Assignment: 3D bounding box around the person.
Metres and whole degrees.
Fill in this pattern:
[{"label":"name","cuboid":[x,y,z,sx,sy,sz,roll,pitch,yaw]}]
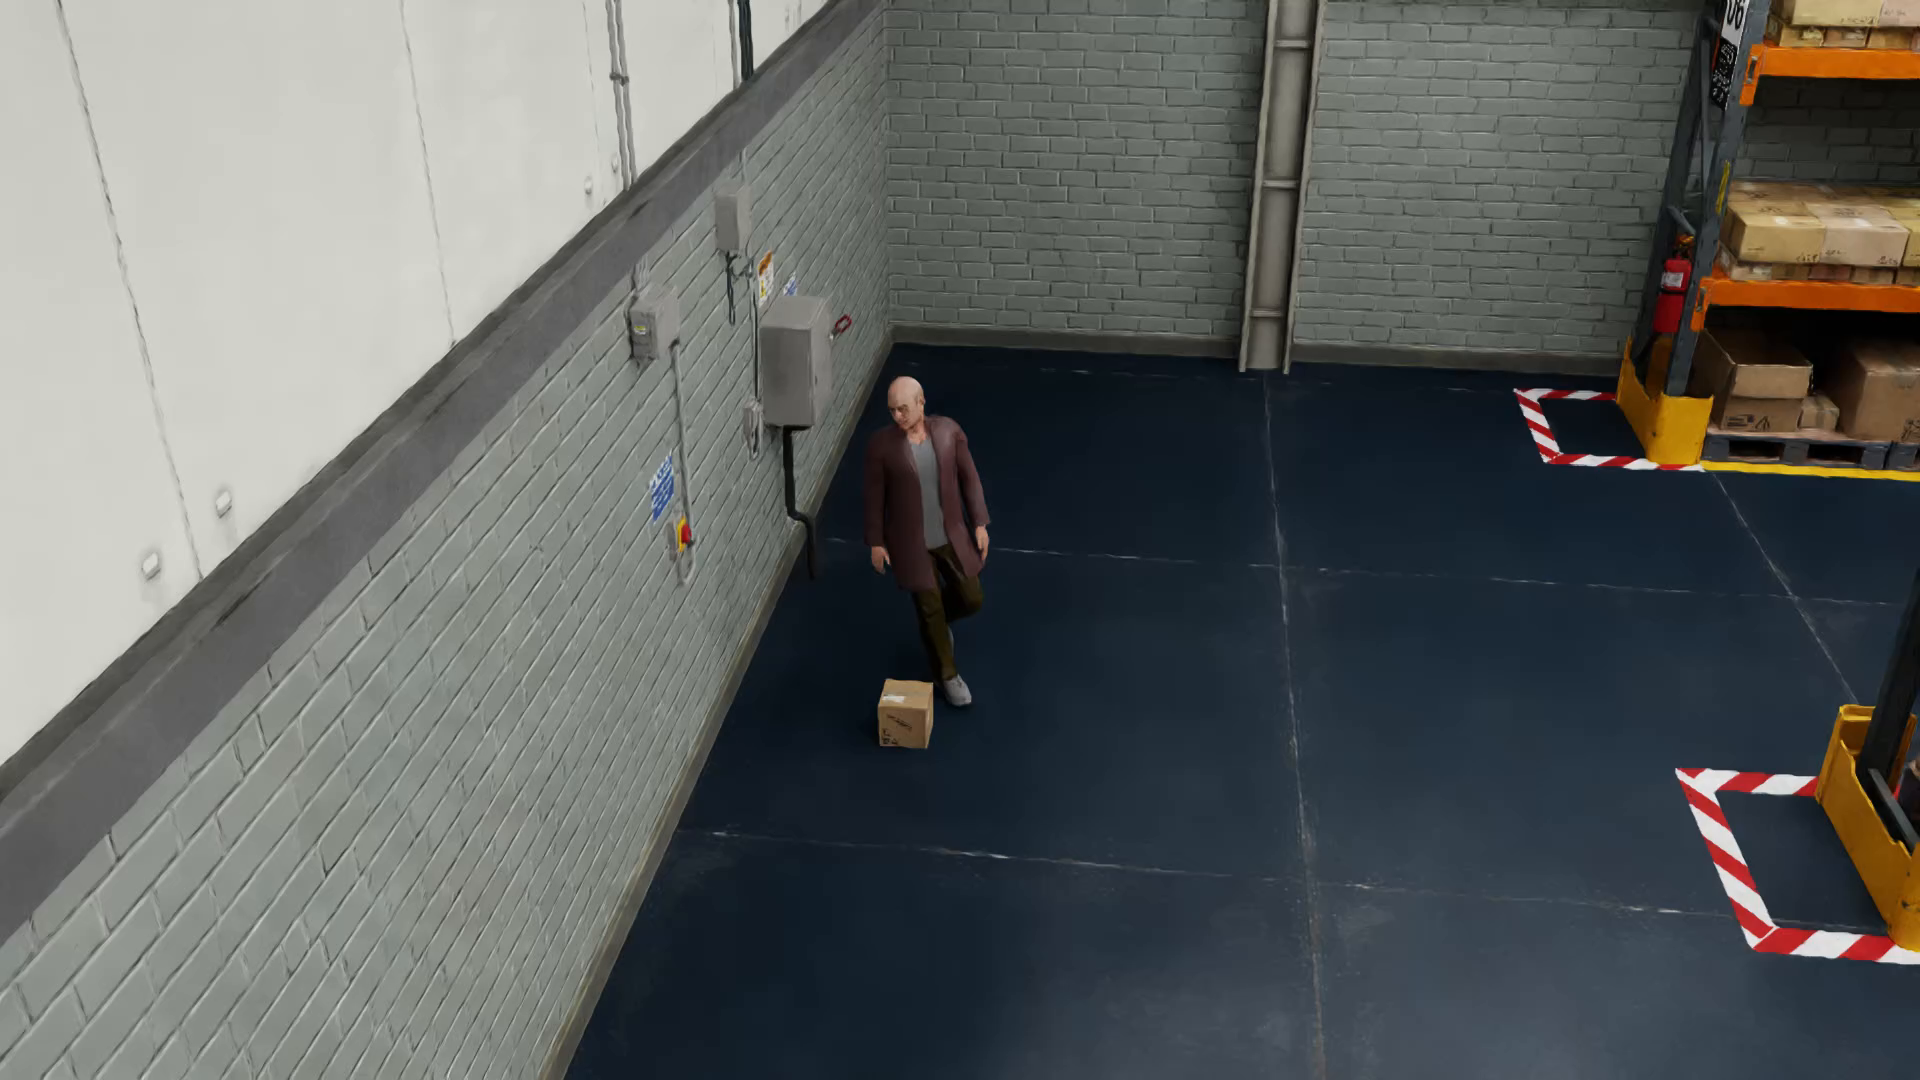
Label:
[{"label":"person","cuboid":[-0.161,-0.009,8.678,0.648,1.754,0.733,-10,30,-19]}]
